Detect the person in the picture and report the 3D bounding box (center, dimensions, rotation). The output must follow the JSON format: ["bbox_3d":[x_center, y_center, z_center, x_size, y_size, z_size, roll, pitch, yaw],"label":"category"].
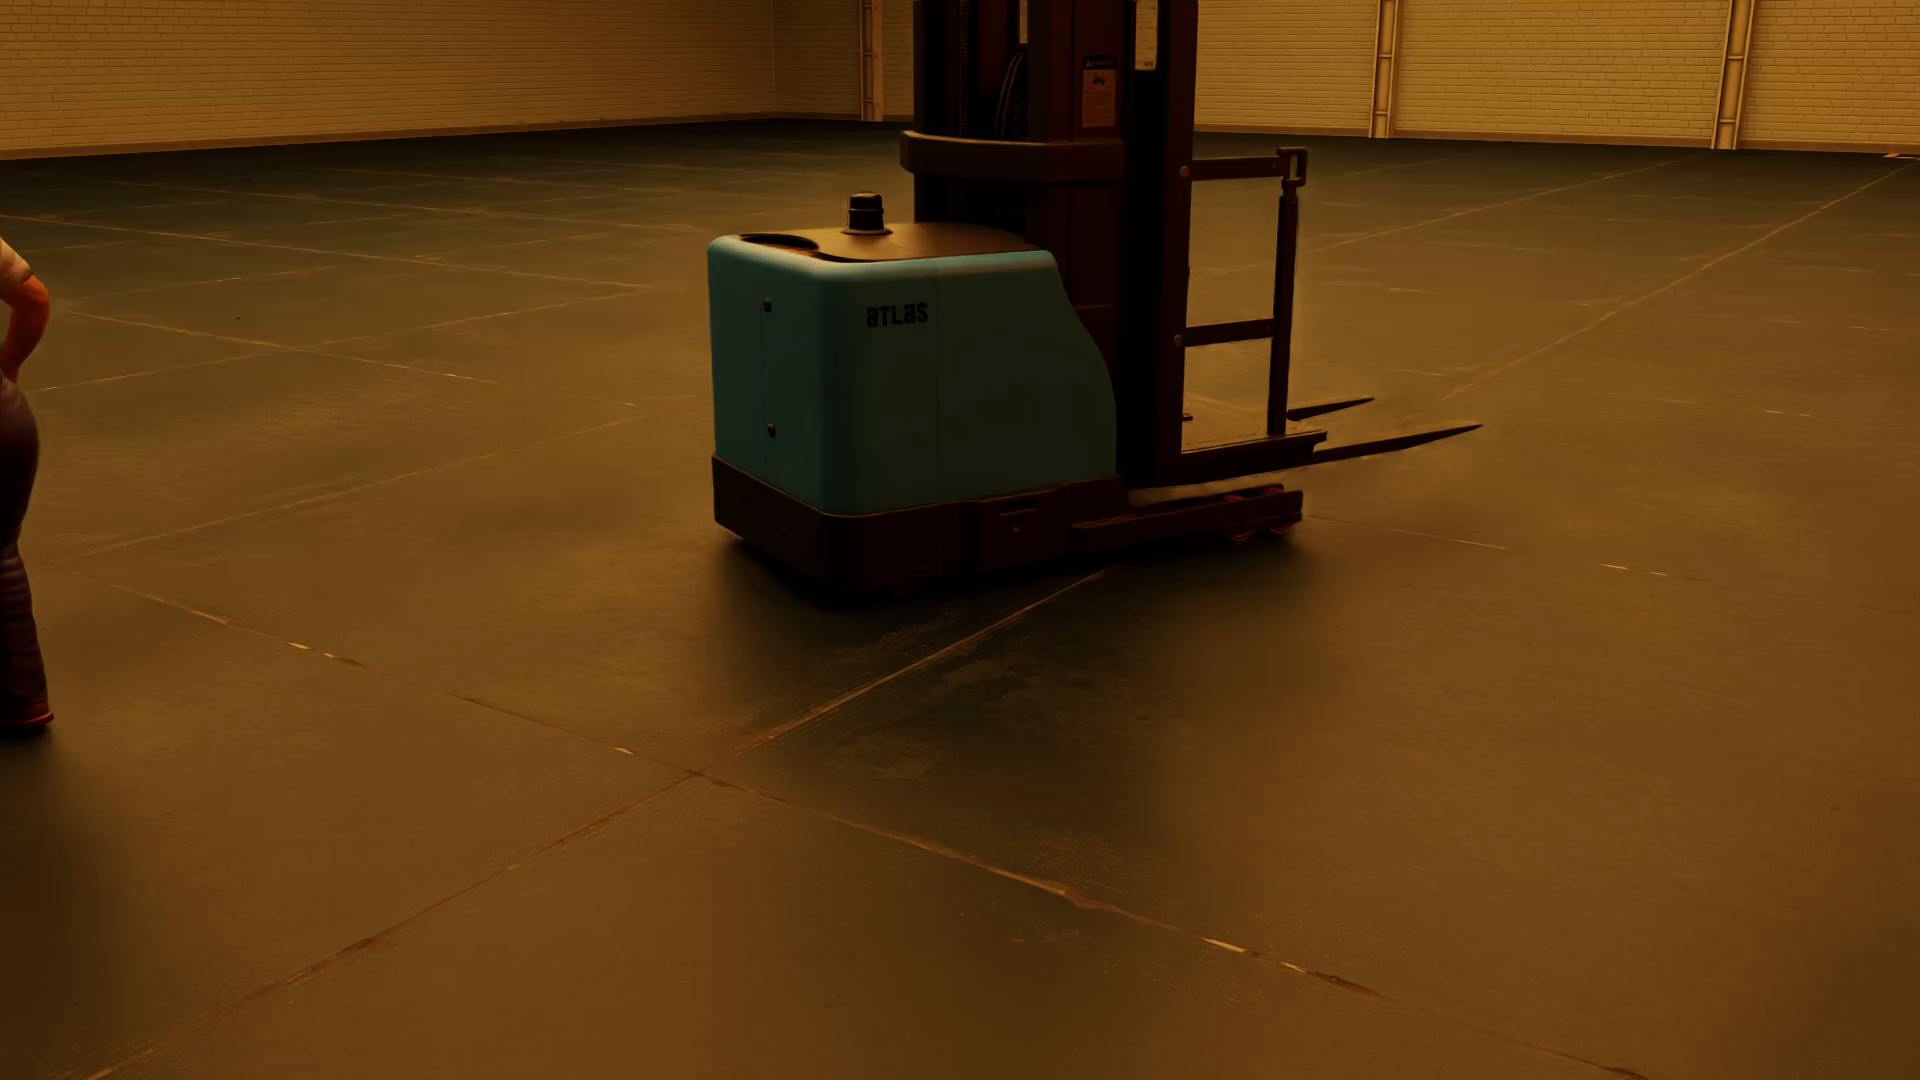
[{"bbox_3d":[-2.521,-0.232,3.942,0.492,1.614,0.685,14,22,39],"label":"person"}]

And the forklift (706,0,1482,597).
[{"bbox_3d":[0.649,-1.518,5.908,3.031,2.935,1.130,-10,19,-30],"label":"forklift"}]
